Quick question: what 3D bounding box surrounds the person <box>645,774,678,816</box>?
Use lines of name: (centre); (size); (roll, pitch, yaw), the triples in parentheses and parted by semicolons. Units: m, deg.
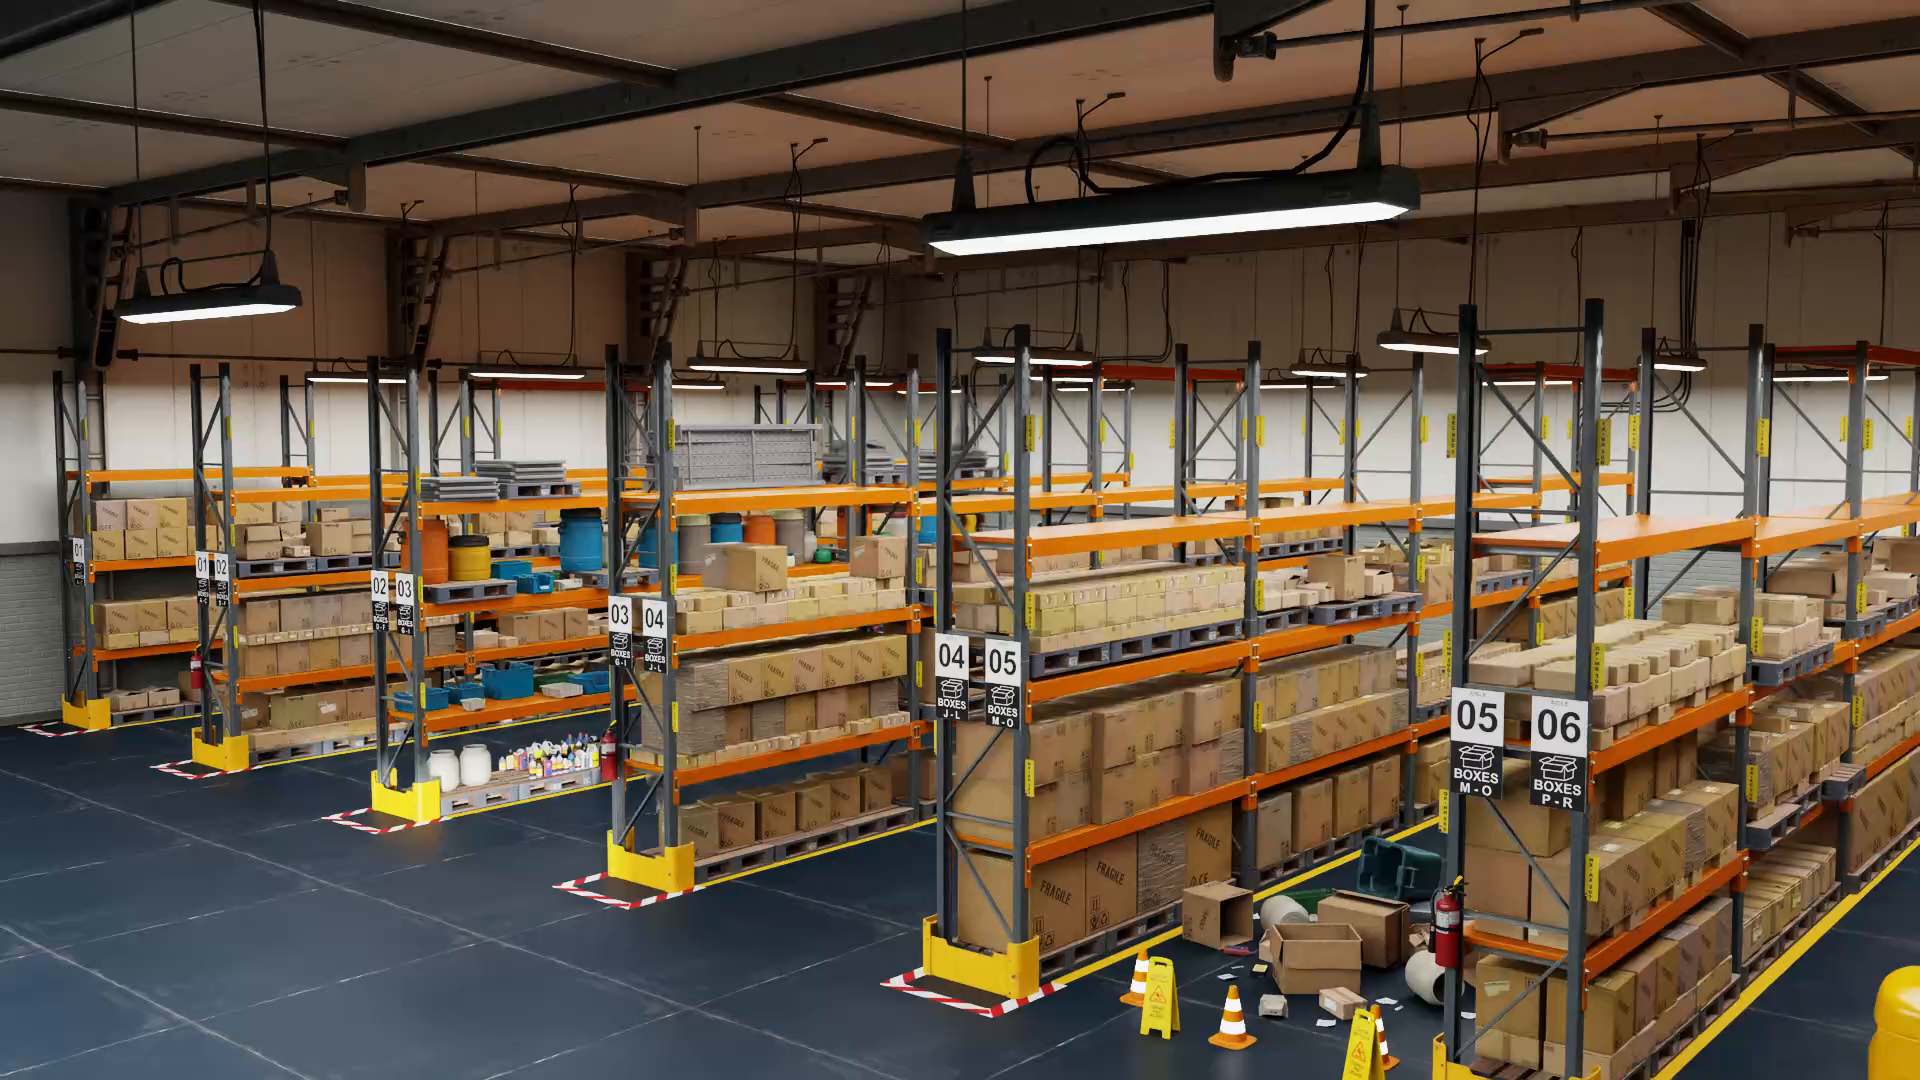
person: (-3.832, 2.808, 21.599); (0.593, 1.577, 0.557); (2, 5, 29)
